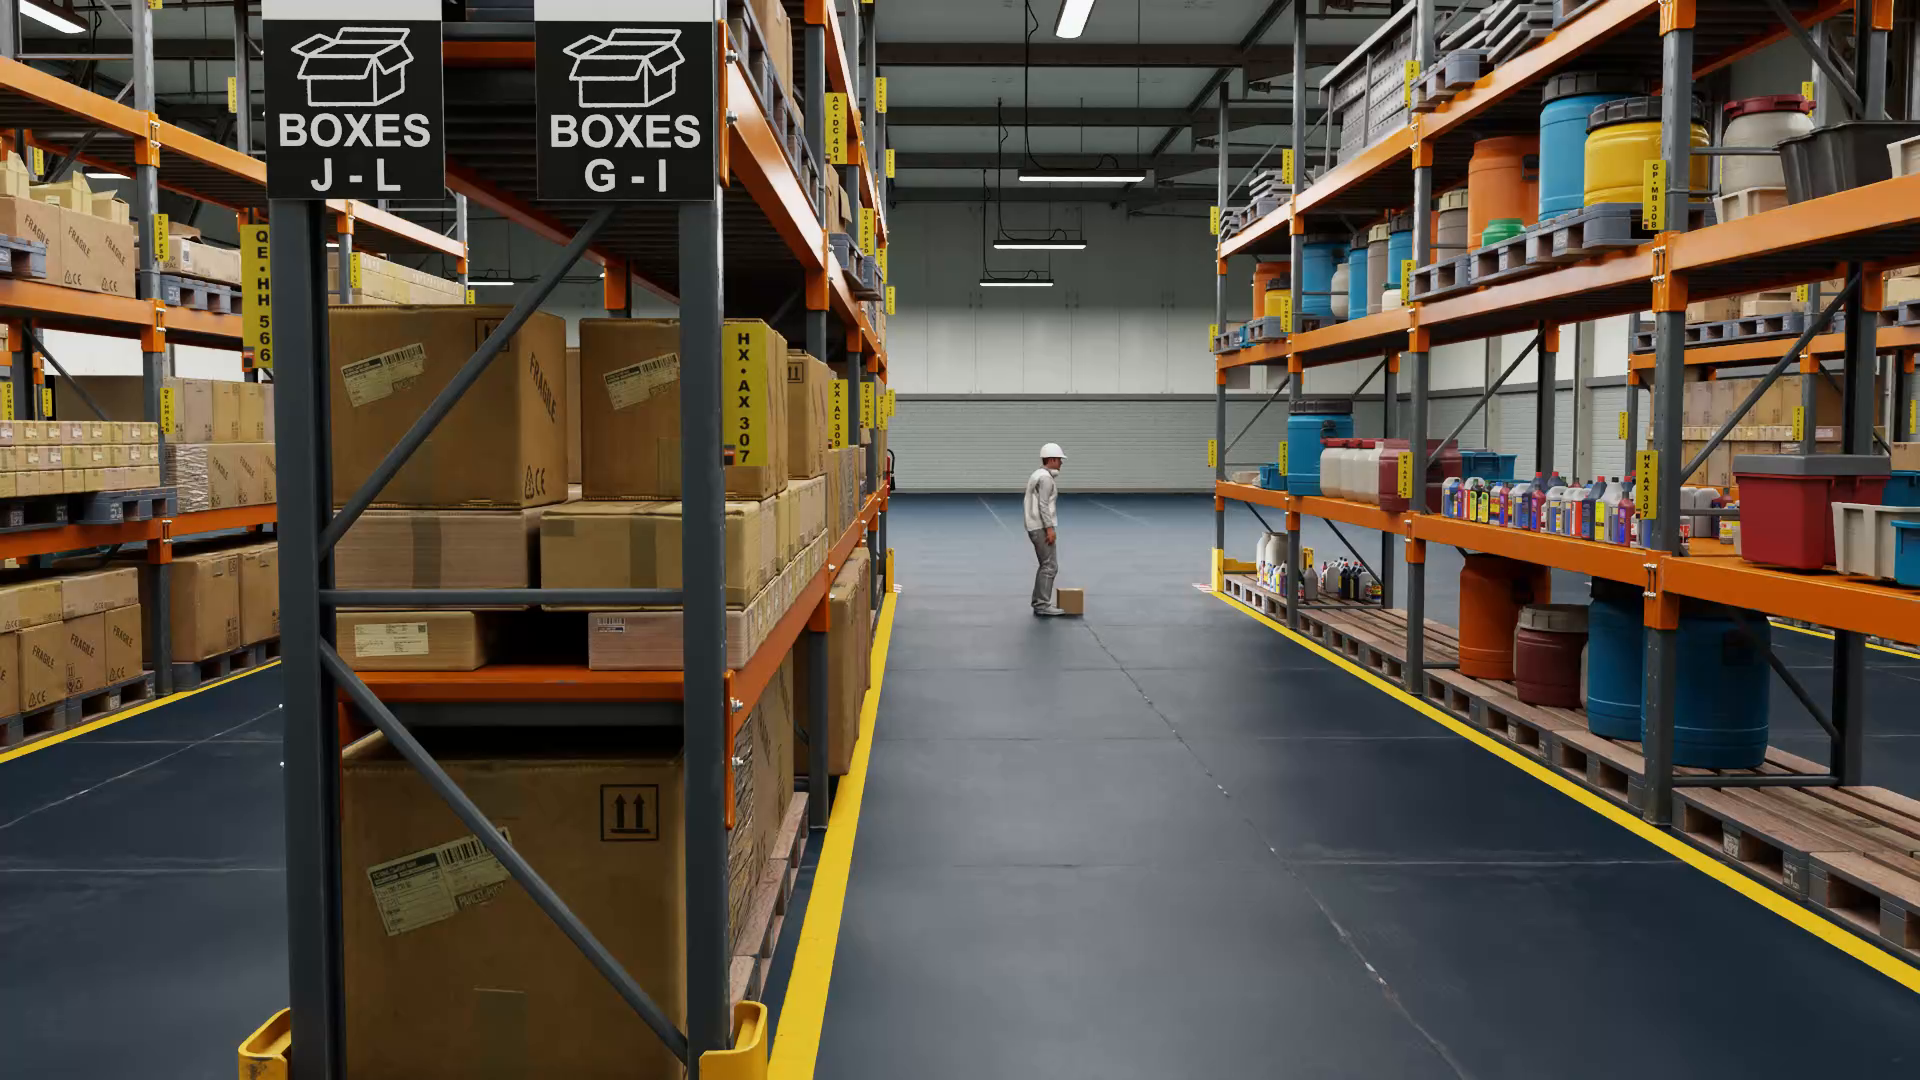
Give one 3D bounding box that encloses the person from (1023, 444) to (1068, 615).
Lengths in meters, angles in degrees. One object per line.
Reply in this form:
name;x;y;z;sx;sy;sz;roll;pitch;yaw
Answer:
person;0.892;-0.118;17.346;0.461;1.771;0.581;0;4;-1
